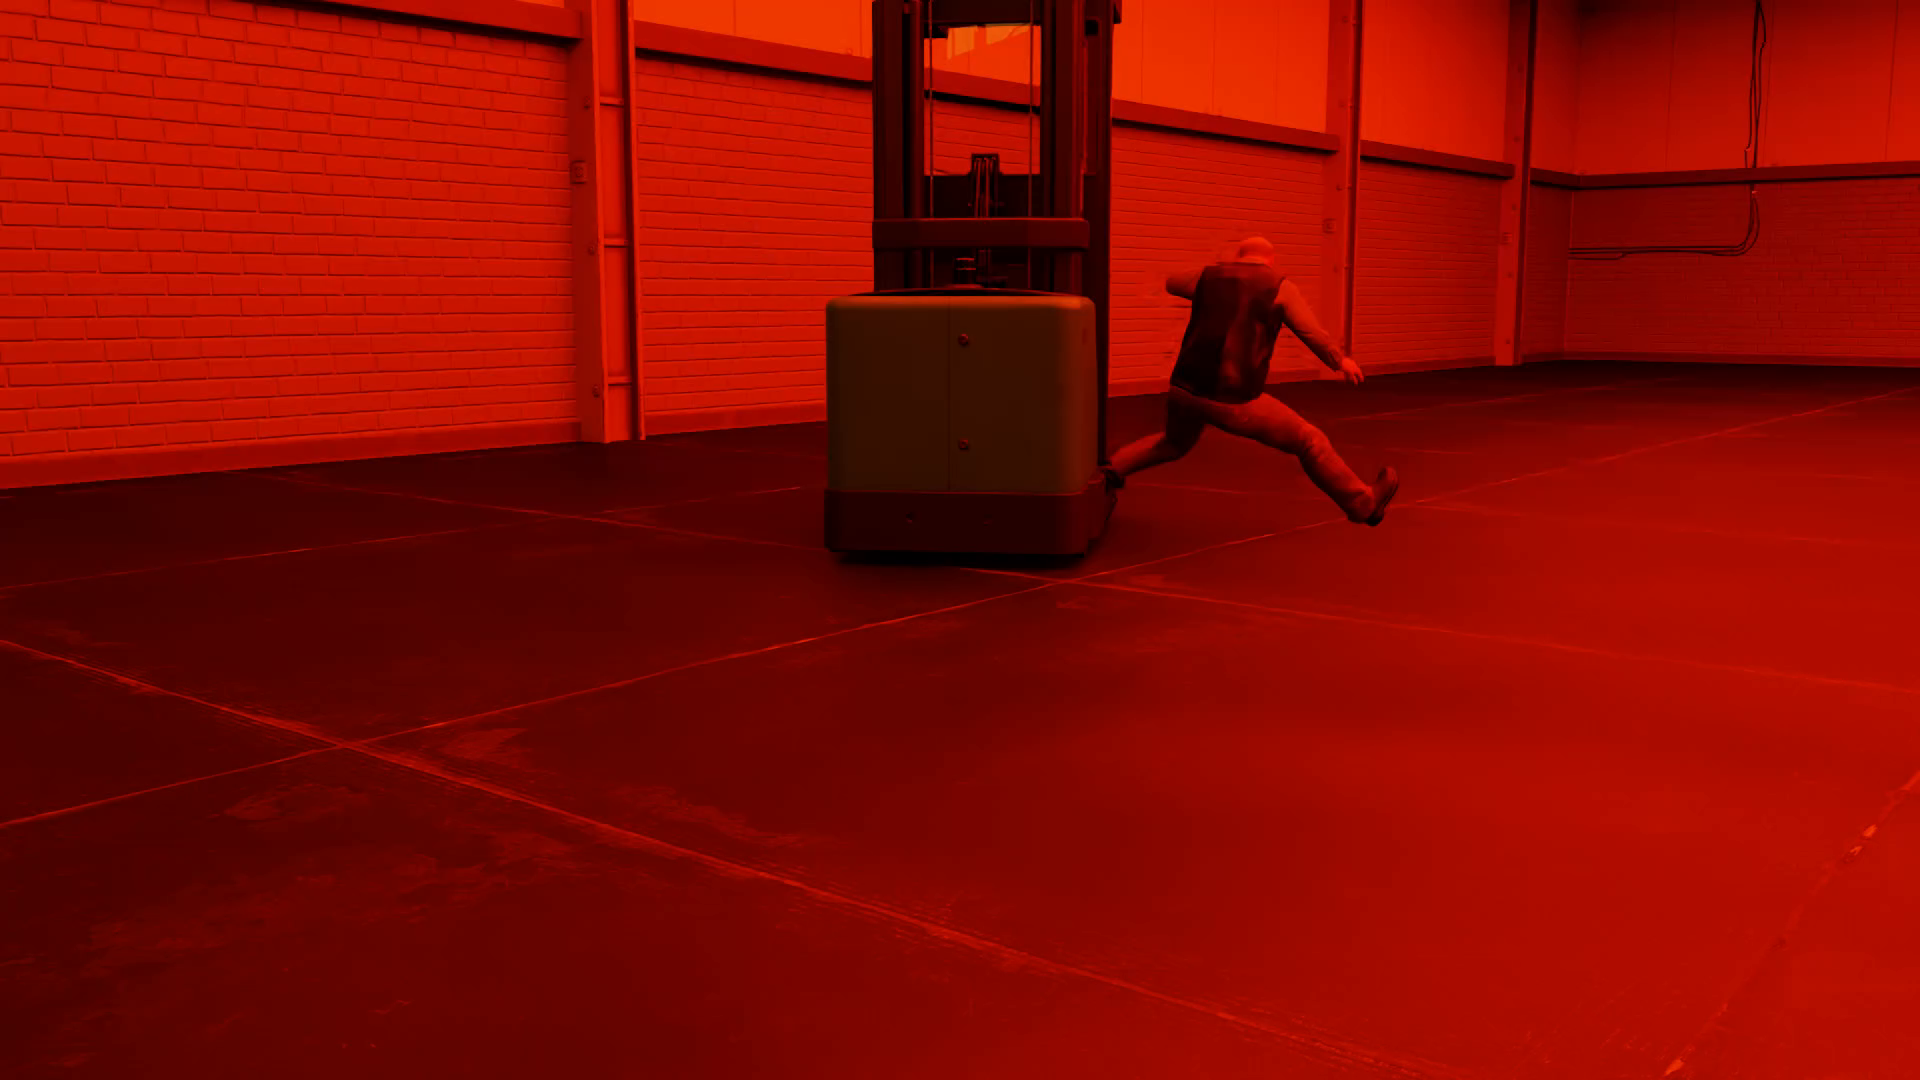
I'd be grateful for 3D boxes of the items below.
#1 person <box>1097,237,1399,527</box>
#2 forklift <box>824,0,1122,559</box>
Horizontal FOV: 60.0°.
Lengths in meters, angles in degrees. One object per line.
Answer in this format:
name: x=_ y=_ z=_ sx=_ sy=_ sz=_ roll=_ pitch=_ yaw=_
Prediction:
person: x=1.308 y=-0.745 z=7.801 sx=0.930 sy=1.339 sz=1.236 roll=-8 pitch=12 yaw=-44
forklift: x=0.182 y=-1.547 z=7.855 sx=1.130 sy=2.935 sz=3.031 roll=1 pitch=8 yaw=9
